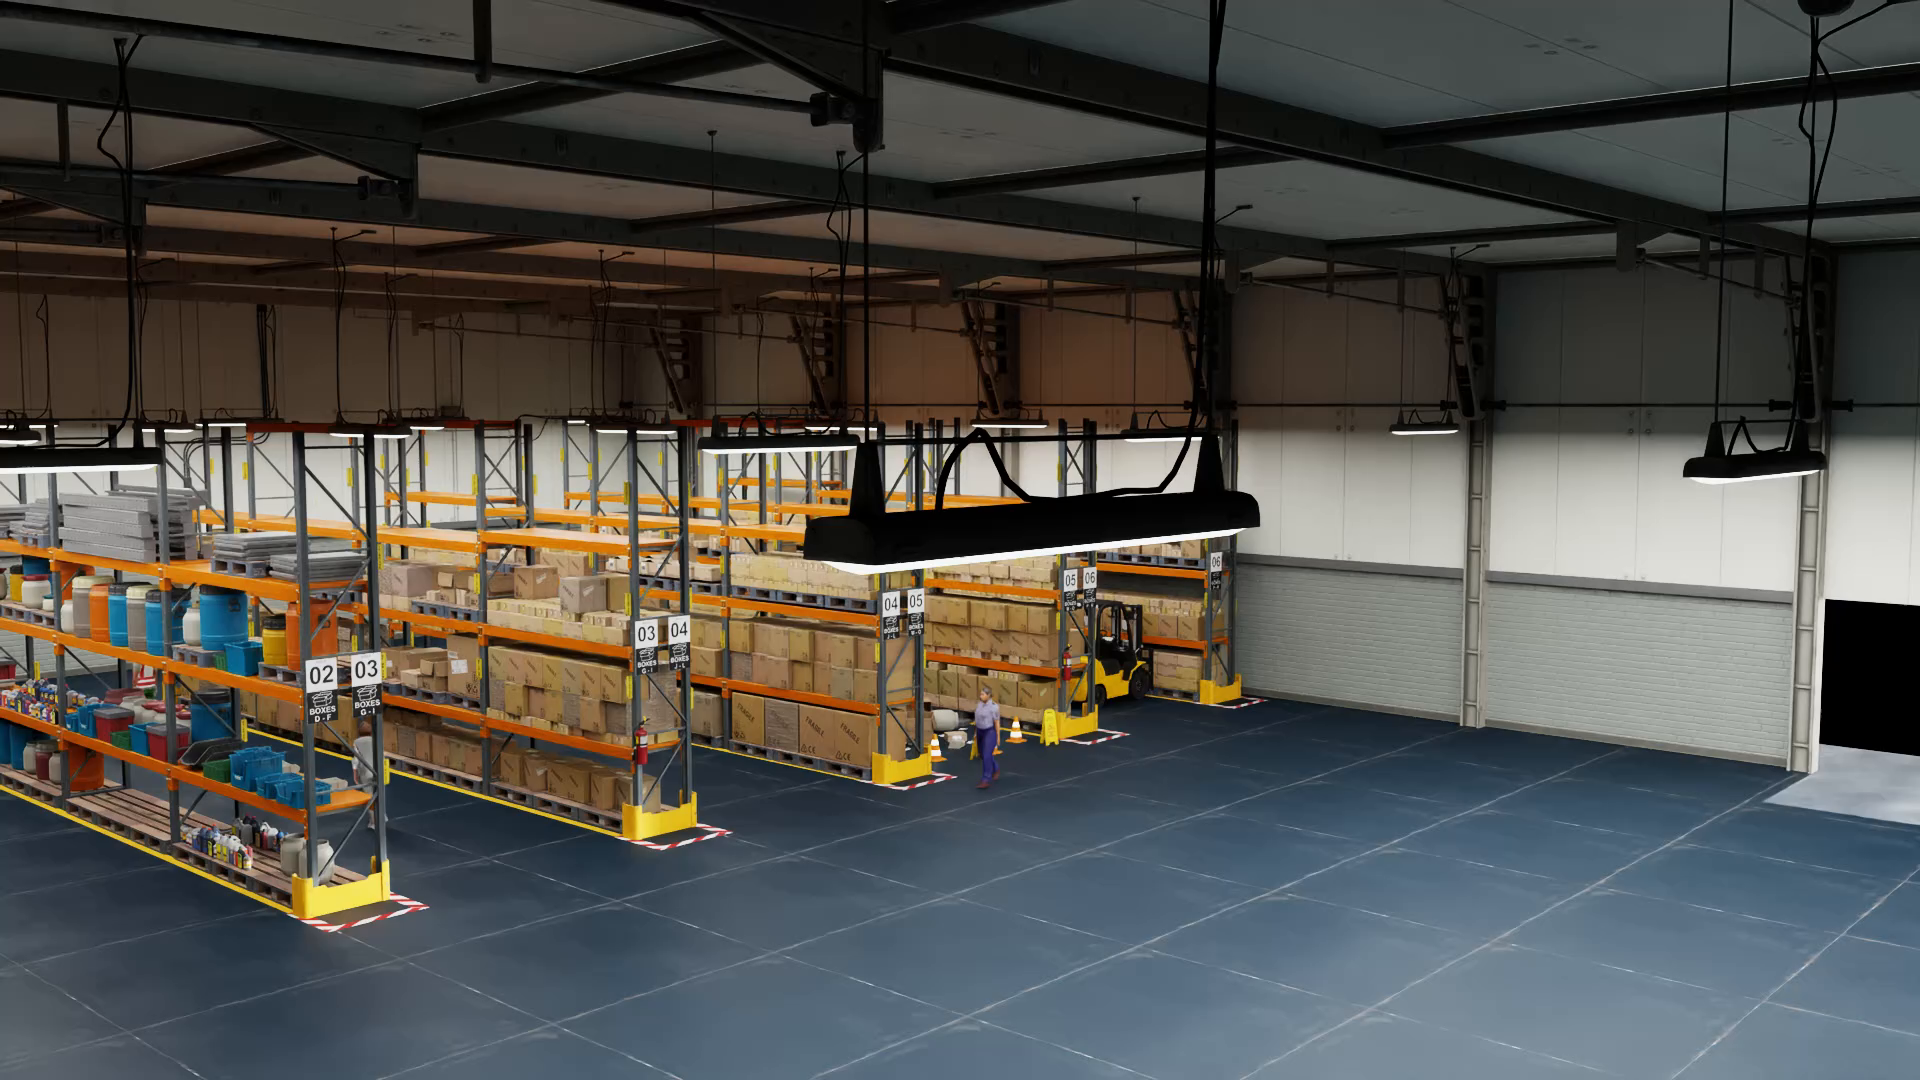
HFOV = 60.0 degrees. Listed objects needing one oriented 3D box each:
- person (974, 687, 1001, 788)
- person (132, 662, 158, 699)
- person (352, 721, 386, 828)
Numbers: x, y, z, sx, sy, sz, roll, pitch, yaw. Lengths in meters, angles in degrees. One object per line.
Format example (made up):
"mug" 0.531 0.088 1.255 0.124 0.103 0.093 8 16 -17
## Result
"person" 0.478 3.255 27.670 0.768 1.618 0.464 -3 6 -37
"person" -15.536 2.842 31.748 0.532 1.780 0.590 2 5 23
"person" -8.807 3.508 24.800 0.446 1.568 0.464 -4 6 -38
